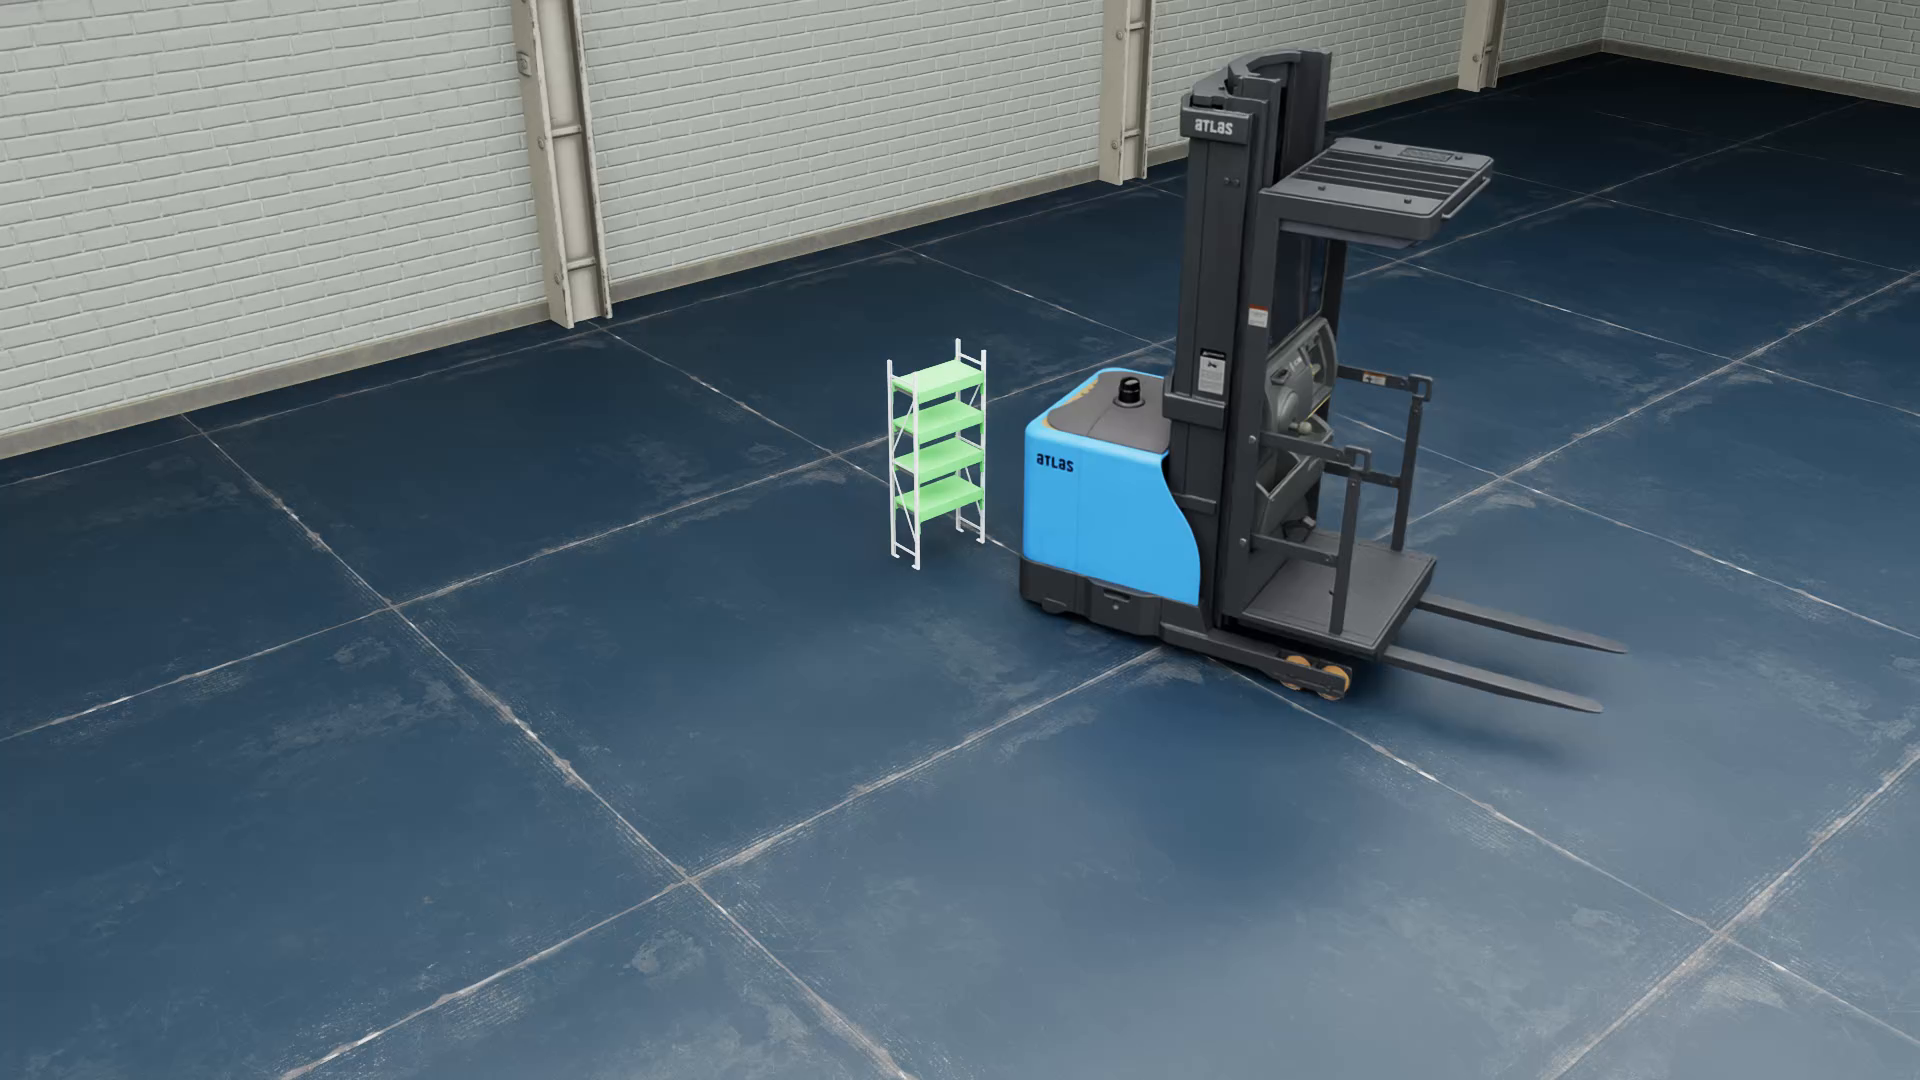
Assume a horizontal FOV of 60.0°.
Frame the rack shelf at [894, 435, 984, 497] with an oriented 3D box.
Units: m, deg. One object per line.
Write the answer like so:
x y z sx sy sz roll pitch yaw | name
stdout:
-0.126 -0.422 9.403 0.480 0.148 0.258 -22 35 -35 | rack shelf

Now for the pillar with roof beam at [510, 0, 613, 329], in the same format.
-0.171 -4.166 7.997 0.400 9.000 9.100 -22 35 -35 | pillar with roof beam

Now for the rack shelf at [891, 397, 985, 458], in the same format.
-0.126 -0.634 9.289 0.480 0.148 0.258 -22 35 -35 | rack shelf

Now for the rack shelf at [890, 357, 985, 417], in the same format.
-0.126 -0.846 9.176 0.480 0.148 0.258 -22 35 -35 | rack shelf

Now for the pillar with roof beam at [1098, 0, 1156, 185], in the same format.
4.393 -6.001 11.432 0.400 9.000 9.100 -22 35 -35 | pillar with roof beam

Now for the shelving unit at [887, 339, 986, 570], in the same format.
-0.126 -0.479 9.372 0.503 1.200 0.258 -22 35 -35 | shelving unit

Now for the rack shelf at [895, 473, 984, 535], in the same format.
-0.126 -0.211 9.516 0.480 0.148 0.258 -22 35 -35 | rack shelf

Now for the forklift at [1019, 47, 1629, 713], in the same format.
1.856 -0.784 8.107 3.031 2.935 1.130 15 32 26 | forklift

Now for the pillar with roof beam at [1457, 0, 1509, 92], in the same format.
8.958 -7.836 14.866 0.400 9.000 9.100 -22 35 -35 | pillar with roof beam

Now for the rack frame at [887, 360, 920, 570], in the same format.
-0.312 -0.404 9.233 0.015 1.200 0.240 -22 35 -35 | rack frame

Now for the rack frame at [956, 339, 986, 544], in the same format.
0.060 -0.553 9.512 0.015 1.200 0.240 -22 35 -35 | rack frame
